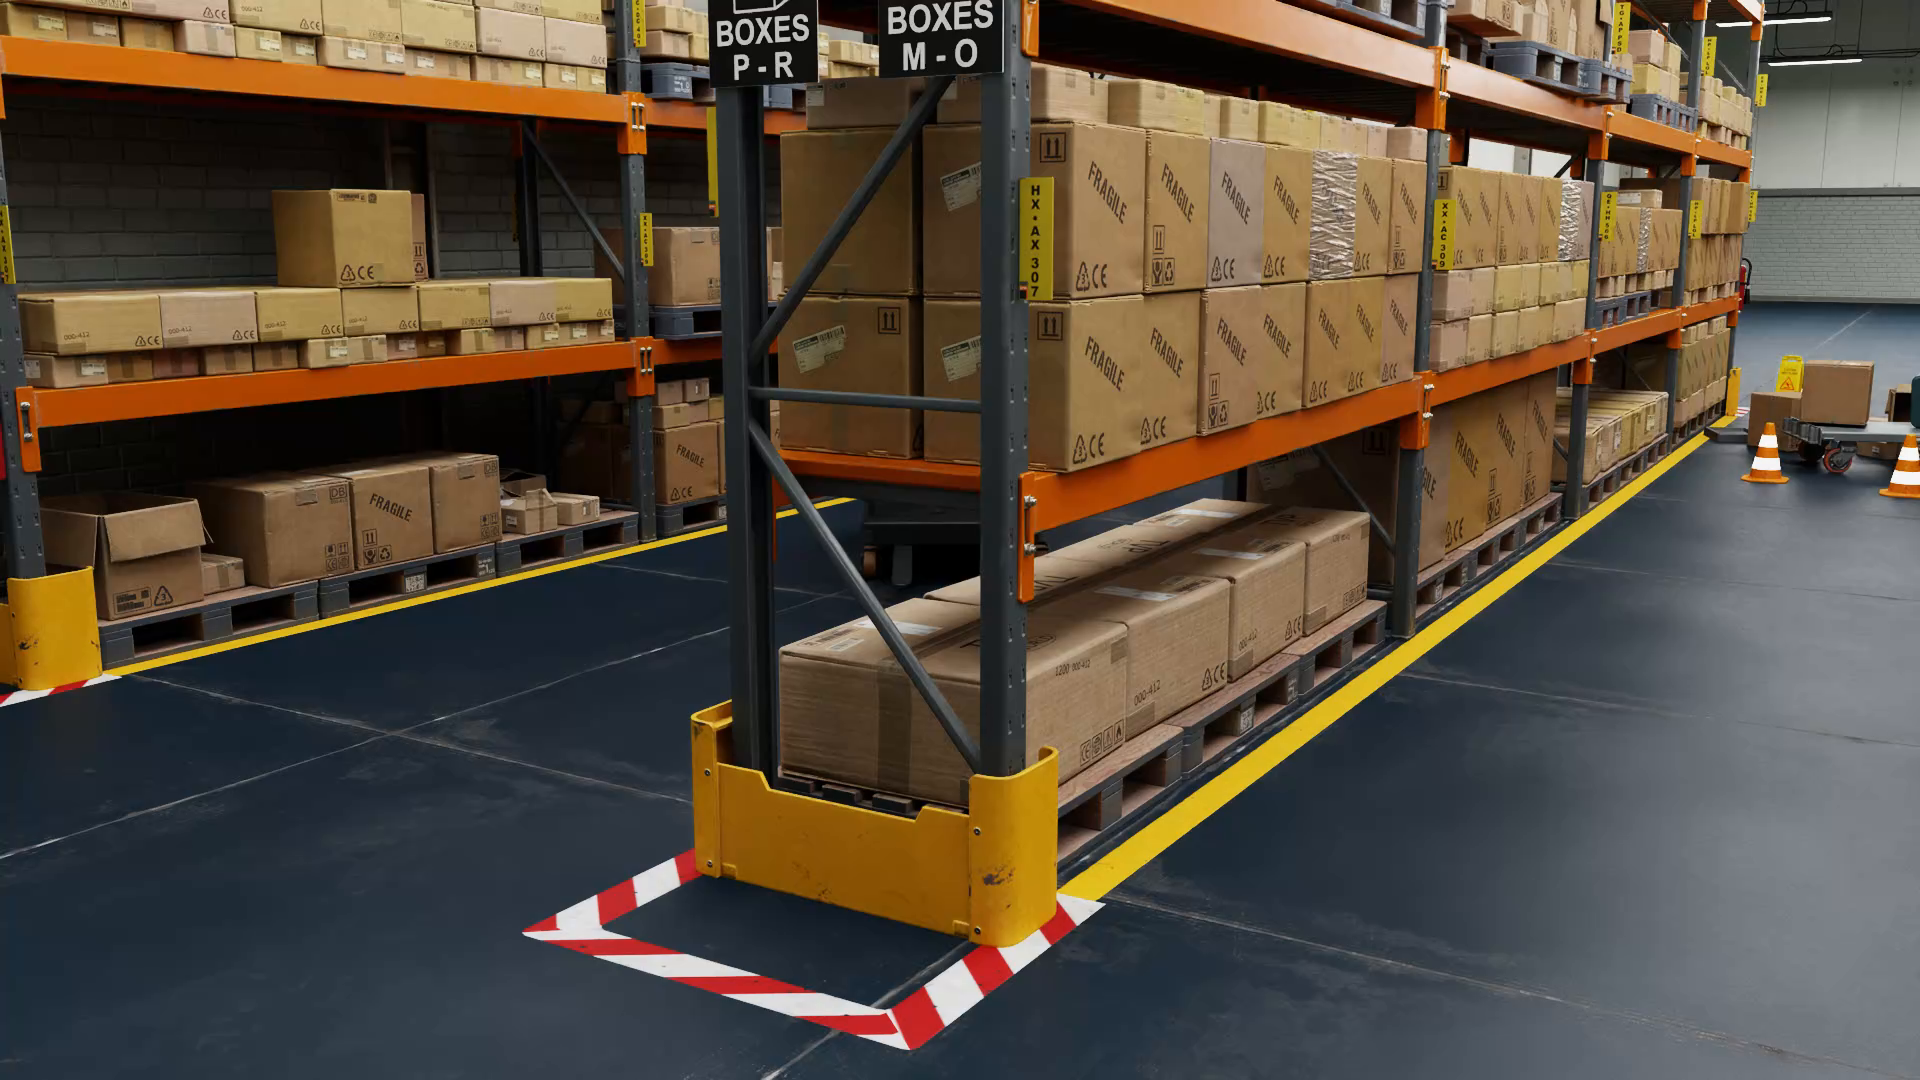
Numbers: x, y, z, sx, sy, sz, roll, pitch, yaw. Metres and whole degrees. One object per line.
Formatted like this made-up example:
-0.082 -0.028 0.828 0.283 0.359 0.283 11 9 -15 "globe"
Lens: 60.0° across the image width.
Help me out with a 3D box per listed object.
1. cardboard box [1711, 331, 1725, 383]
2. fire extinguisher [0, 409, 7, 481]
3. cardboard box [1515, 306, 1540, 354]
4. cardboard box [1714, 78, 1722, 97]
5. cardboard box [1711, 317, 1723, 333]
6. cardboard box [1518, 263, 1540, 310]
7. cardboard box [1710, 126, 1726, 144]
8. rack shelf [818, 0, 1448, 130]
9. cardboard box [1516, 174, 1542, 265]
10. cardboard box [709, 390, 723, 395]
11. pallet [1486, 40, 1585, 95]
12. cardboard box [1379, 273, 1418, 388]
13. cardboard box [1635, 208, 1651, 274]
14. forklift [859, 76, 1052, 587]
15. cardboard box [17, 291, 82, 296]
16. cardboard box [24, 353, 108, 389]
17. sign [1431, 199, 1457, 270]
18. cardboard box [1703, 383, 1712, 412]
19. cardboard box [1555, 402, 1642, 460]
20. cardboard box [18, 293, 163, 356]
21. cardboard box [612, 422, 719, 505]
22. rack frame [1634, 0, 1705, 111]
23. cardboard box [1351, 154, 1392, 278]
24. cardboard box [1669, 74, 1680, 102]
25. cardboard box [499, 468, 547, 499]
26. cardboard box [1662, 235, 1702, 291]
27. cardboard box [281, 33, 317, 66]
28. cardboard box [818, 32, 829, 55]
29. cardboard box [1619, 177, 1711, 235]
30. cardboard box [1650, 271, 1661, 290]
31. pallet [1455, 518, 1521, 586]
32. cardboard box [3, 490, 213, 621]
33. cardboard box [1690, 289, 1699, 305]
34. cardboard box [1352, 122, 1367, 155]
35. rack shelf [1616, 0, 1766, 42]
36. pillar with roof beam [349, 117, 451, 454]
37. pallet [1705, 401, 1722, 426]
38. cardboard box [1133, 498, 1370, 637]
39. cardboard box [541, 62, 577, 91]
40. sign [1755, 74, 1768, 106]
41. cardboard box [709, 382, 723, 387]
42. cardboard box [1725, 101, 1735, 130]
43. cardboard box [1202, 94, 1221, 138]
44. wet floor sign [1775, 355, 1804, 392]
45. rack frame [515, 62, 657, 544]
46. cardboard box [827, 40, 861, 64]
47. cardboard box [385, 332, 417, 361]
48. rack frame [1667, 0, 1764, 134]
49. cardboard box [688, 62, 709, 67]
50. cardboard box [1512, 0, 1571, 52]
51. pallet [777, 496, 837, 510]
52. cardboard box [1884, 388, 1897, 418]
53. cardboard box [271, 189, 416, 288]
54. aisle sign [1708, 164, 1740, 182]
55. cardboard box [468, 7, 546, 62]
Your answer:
7.581 -1.909 17.207 0.500 0.500 0.500 7 13 33 "cardboard box"
-4.191 -0.587 7.078 0.296 0.674 0.183 6 12 31 "fire extinguisher"
3.080 -1.240 9.749 0.500 0.250 0.500 6 12 30 "cardboard box"
6.822 -4.174 15.377 0.380 0.149 0.250 6 12 30 "cardboard box"
7.582 -2.207 17.035 0.380 0.149 0.250 7 12 32 "cardboard box"
3.073 -1.487 9.709 0.500 0.250 0.500 6 12 29 "cardboard box"
7.081 -3.860 15.869 0.380 0.149 0.250 6 12 30 "cardboard box"
0.773 -1.838 6.337 1.077 0.370 4.000 6 12 31 "rack shelf"
3.052 -1.857 9.648 0.500 0.500 0.500 6 12 30 "cardboard box"
-1.687 -0.969 11.785 0.380 0.149 0.250 6 12 30 "cardboard box"
3.021 -2.760 9.819 1.003 0.211 1.213 7 13 33 "pallet"
1.789 -0.983 7.697 0.500 0.500 0.500 7 12 31 "cardboard box"
5.121 -2.356 13.079 0.500 0.500 0.500 6 12 29 "cardboard box"
-0.030 -1.272 9.696 1.130 2.935 3.031 0 11 -1 "forklift"
-4.497 -1.046 7.905 0.500 0.250 0.500 7 13 32 "cardboard box"
-4.104 -0.778 7.556 0.380 0.149 0.250 6 12 30 "cardboard box"
2.287 -1.443 7.858 0.100 0.325 0.005 6 12 31 "sign"
7.309 -1.457 16.832 0.500 0.250 0.500 6 12 29 "cardboard box"
4.965 -0.899 13.518 0.950 0.372 0.625 7 13 33 "cardboard box"
-4.043 -0.994 7.626 0.500 0.250 0.500 6 12 31 "cardboard box"
-1.989 -0.537 11.240 0.500 0.500 0.500 7 13 33 "cardboard box"
5.965 -5.238 14.395 1.000 3.000 0.127 6 12 31 "rack frame"
1.532 -1.392 7.166 0.500 0.500 0.500 6 12 30 "cardboard box"
5.786 -3.791 14.082 0.500 0.250 0.500 6 12 30 "cardboard box"
-2.978 -0.309 10.531 0.500 0.311 0.500 7 13 33 "cardboard box"
6.432 -2.528 15.138 0.500 0.500 0.500 6 12 31 "cardboard box"
-3.461 -2.453 8.353 0.380 0.149 0.250 6 12 30 "cardboard box"
-1.153 -3.511 11.779 0.380 0.149 0.250 6 12 31 "cardboard box"
6.379 -3.025 15.078 0.700 0.500 0.500 6 12 30 "cardboard box"
5.550 -2.141 13.695 0.380 0.149 0.250 7 12 31 "cardboard box"
2.780 0.018 10.199 1.003 0.211 1.213 6 12 31 "pallet"
-4.111 0.057 8.053 0.797 0.503 0.637 6 12 28 "cardboard box"
6.760 -2.310 15.739 0.380 0.149 0.250 7 13 32 "cardboard box"
1.556 -1.743 7.274 0.380 0.149 0.250 6 12 31 "cardboard box"
7.003 -5.198 16.142 1.077 0.370 4.000 6 12 31 "rack shelf"
0.115 -4.019 7.883 9.100 9.000 0.400 6 12 31 "pillar with roof beam"
7.550 -1.412 17.836 1.003 0.211 1.213 6 12 31 "pallet"
1.394 0.110 7.951 0.875 0.438 0.875 6 12 30 "cardboard box"
-2.497 -2.733 9.847 0.380 0.149 0.250 6 12 31 "cardboard box"
8.506 -4.772 17.650 0.100 0.325 0.005 6 12 31 "sign"
-1.852 -1.095 12.454 0.380 0.149 0.250 7 12 31 "cardboard box"
7.219 -4.119 16.165 0.500 0.250 0.500 7 12 31 "cardboard box"
0.676 -1.459 5.757 0.380 0.149 0.250 7 12 31 "cardboard box"
9.055 -1.689 18.138 0.232 0.644 0.267 -8 13 -38 "wet floor sign"
-2.433 -1.505 10.757 1.000 3.000 0.127 6 12 31 "rack frame"
-0.955 -3.591 12.261 0.380 0.149 0.250 6 12 31 "cardboard box"
-3.199 -1.066 9.096 0.380 0.149 0.250 6 12 31 "cardboard box"
8.042 -5.867 17.756 1.000 3.000 0.127 6 12 31 "rack frame"
-1.726 -3.207 10.966 0.380 0.149 0.250 7 12 31 "cardboard box"
3.221 -3.086 9.635 0.500 0.500 0.500 7 12 31 "cardboard box"
-1.410 -0.459 12.745 1.003 0.211 1.213 6 12 31 "pallet"
9.294 -1.174 15.770 0.797 0.503 0.637 -2 11 -9 "cardboard box"
-3.265 -1.599 8.818 0.500 0.500 0.500 7 13 32 "cardboard box"
8.322 -4.179 17.972 0.394 0.787 0.004 6 12 31 "aisle sign"
-2.730 -2.869 9.492 0.500 0.250 0.500 6 12 29 "cardboard box"
